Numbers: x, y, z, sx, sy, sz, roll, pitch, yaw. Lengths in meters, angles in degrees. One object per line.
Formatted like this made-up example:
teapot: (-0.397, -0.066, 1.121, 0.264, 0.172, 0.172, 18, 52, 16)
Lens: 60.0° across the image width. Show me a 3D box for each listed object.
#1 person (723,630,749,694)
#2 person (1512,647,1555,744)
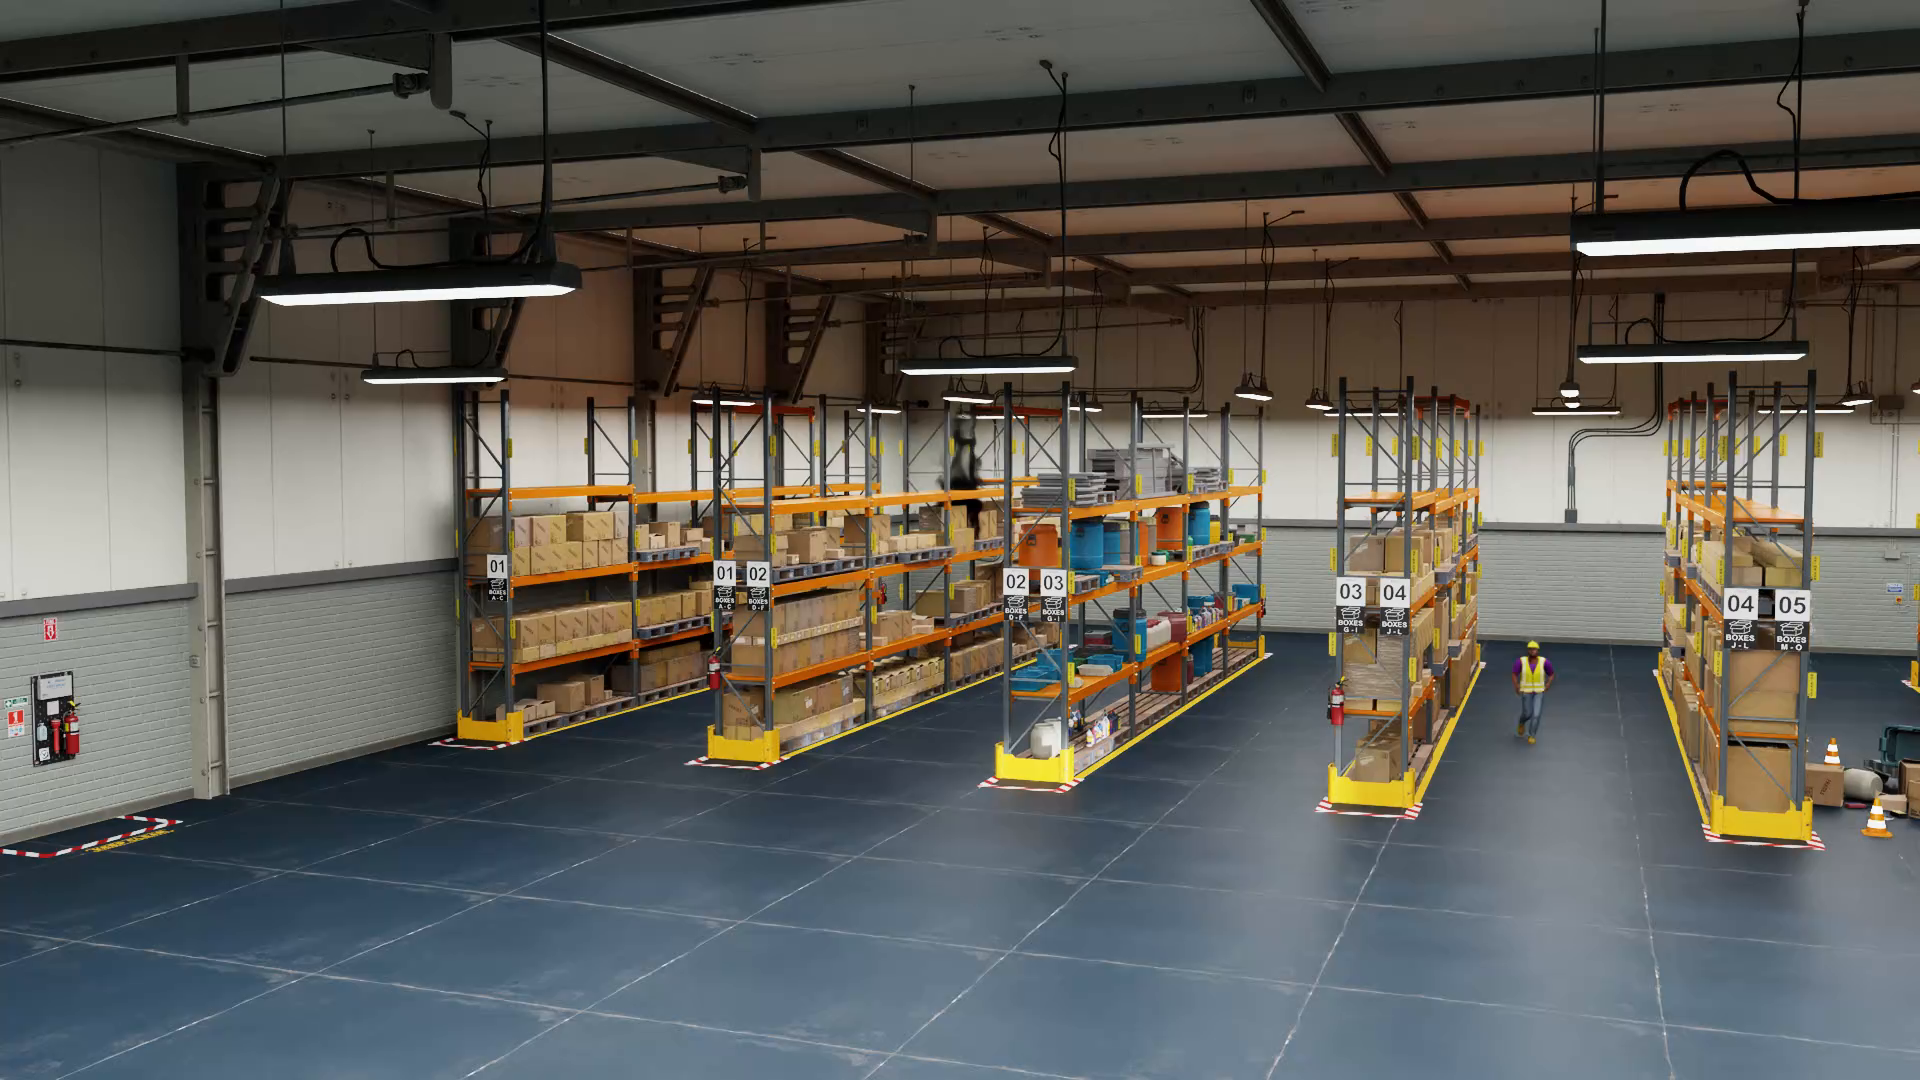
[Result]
person: (-4.171, 2.437, 31.004, 0.667, 1.699, 0.915, 1, 3, 15)
person: (9.758, 2.604, 28.300, 0.691, 1.698, 0.632, 1, 3, 15)
